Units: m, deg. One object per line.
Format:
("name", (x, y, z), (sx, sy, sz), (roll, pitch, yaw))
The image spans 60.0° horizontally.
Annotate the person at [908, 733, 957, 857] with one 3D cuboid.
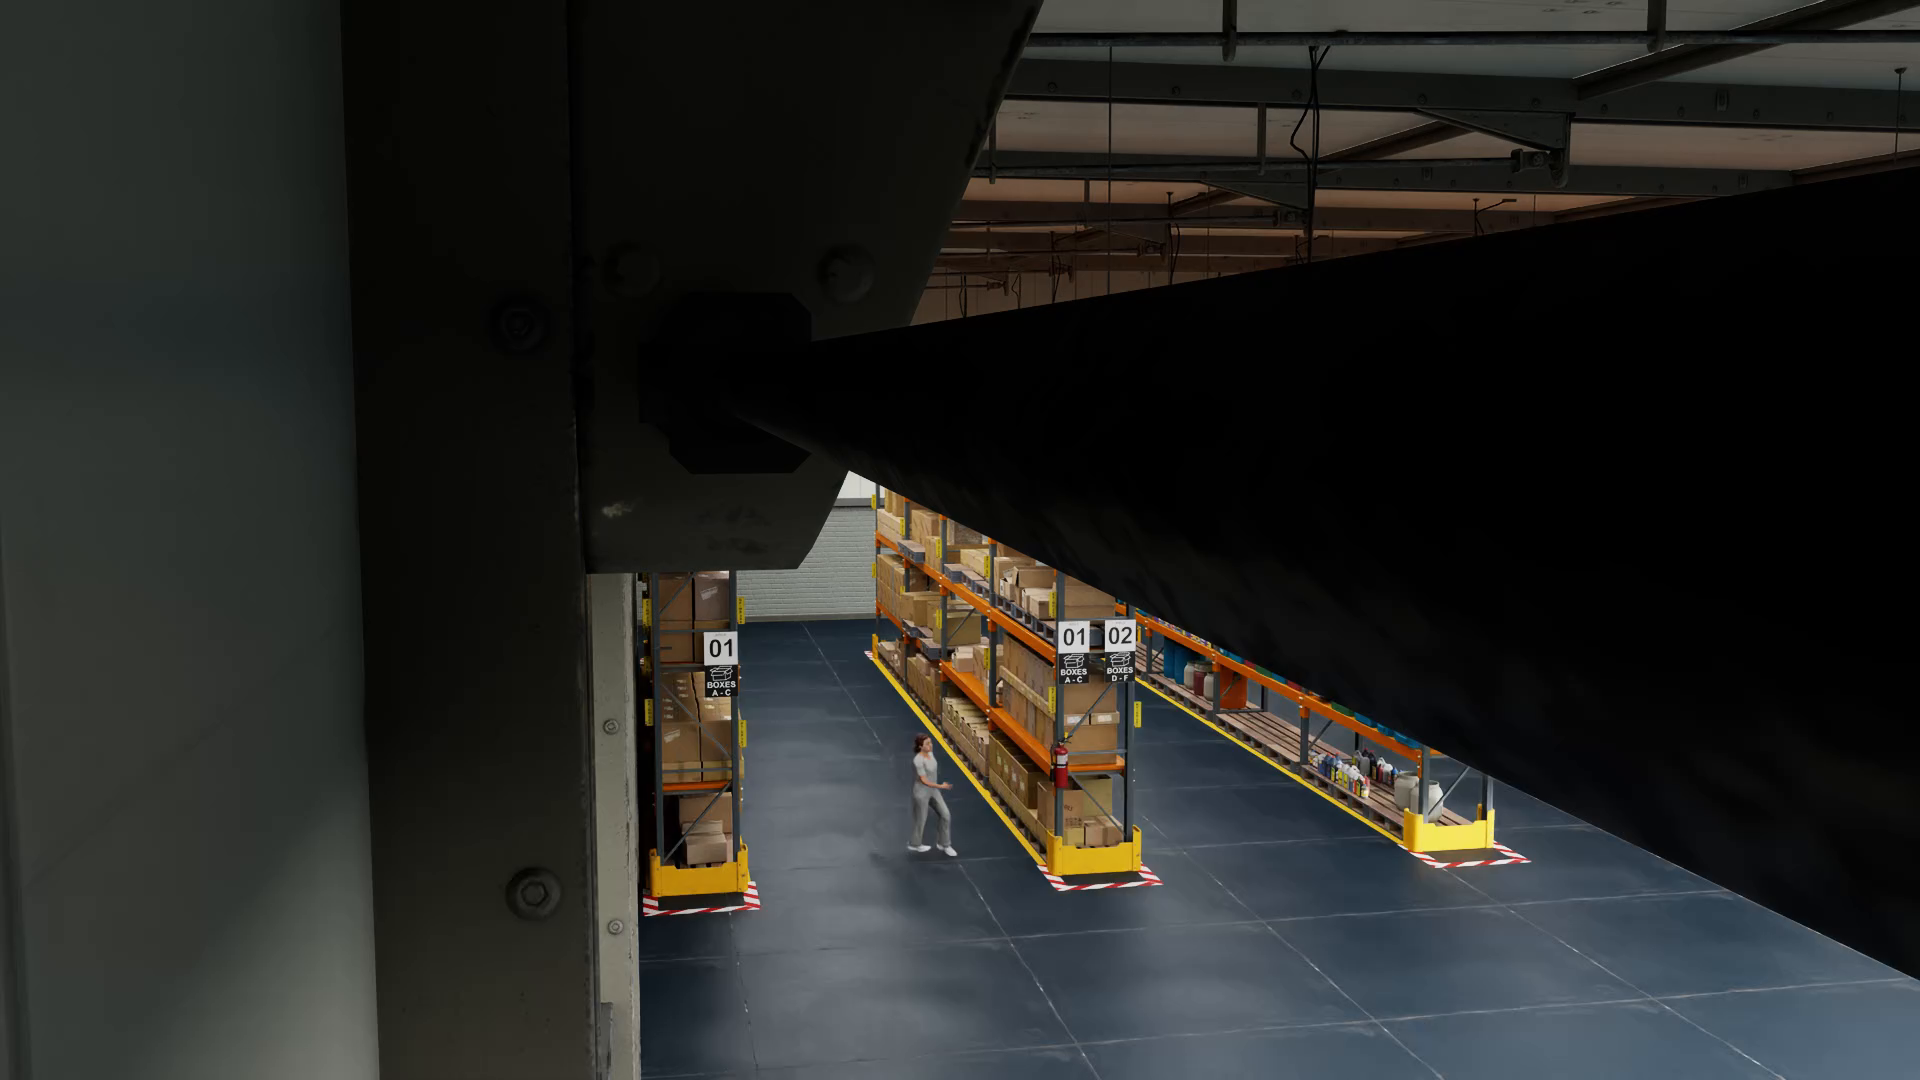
("person", (-0.416, 3.295, 21.486), (0.710, 1.664, 0.572), (4, 7, 32))
